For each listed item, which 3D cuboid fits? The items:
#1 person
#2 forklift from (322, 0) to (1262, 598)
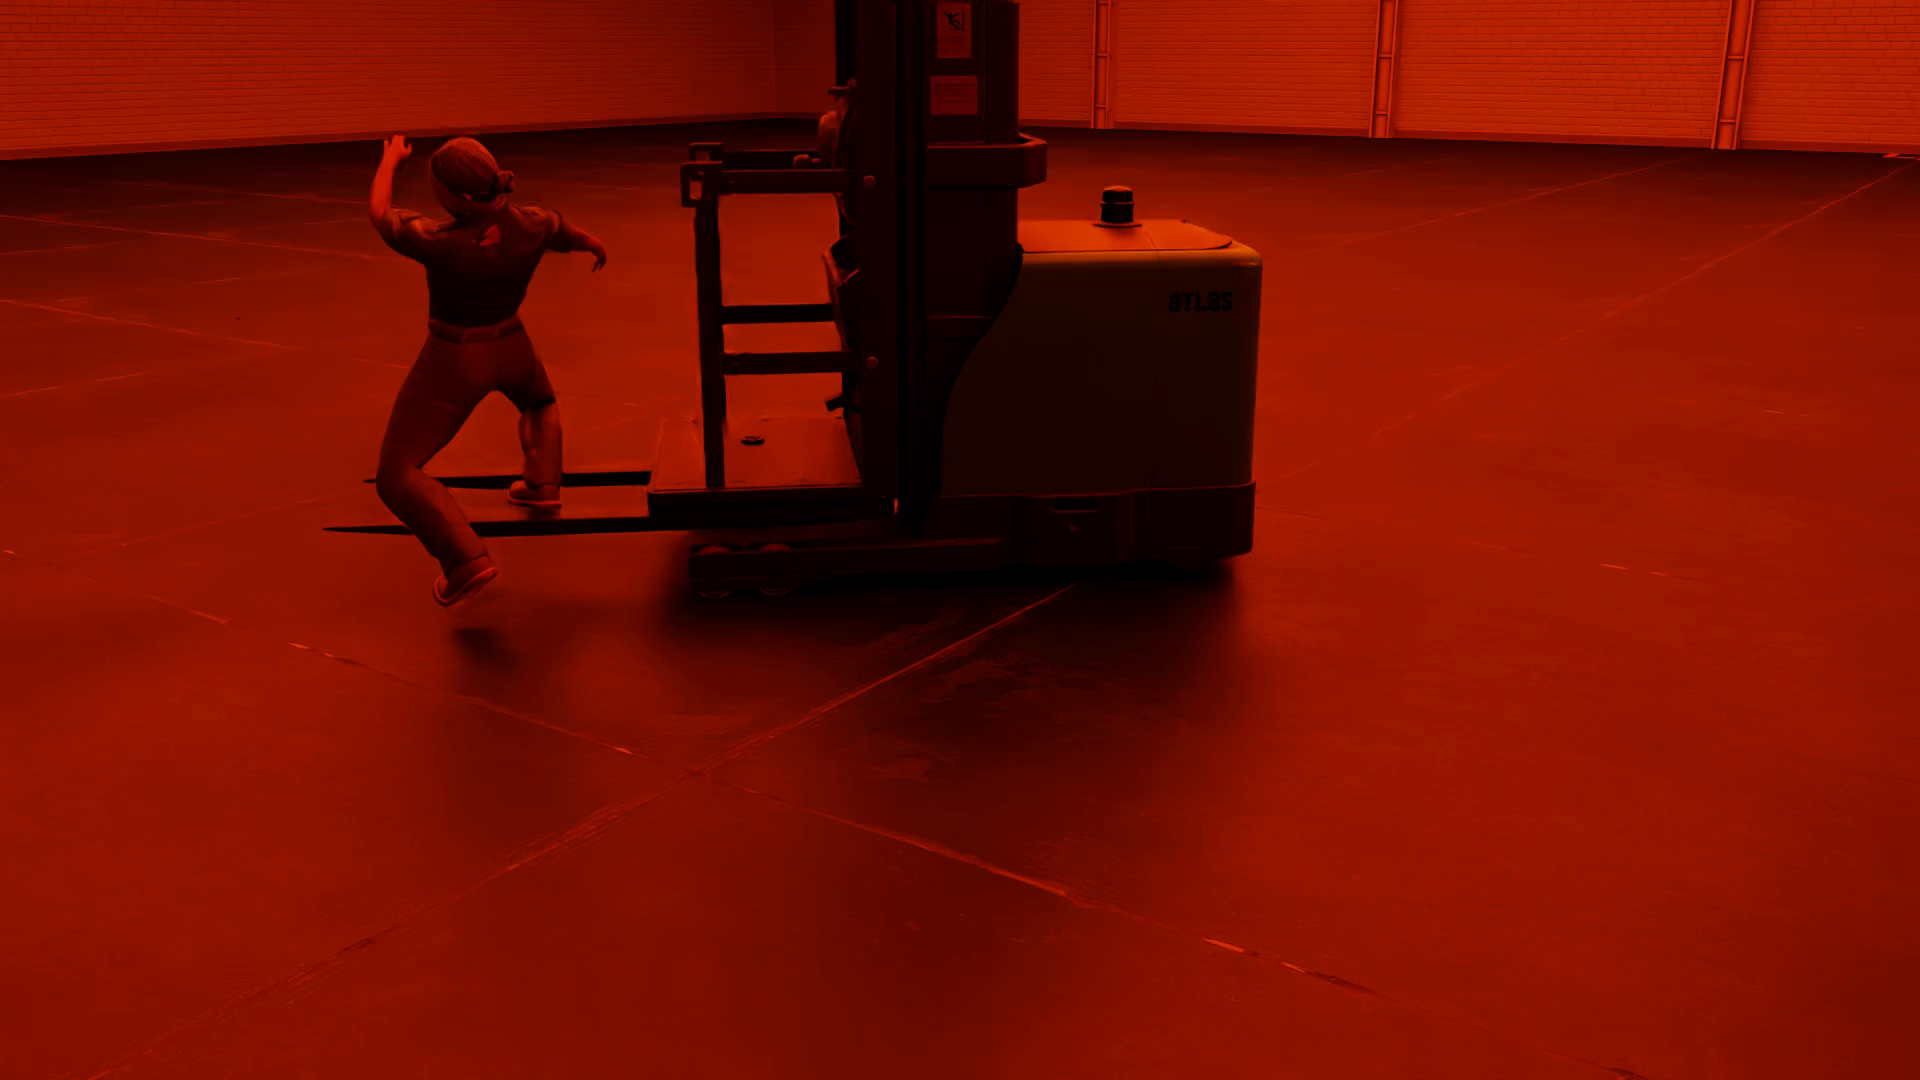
[{"bbox_3d":[-1.446,-0.604,5.348,0.751,1.384,0.993,12,20,35],"label":"person"},{"bbox_3d":[-0.574,-1.378,5.441,3.031,2.935,1.130,-2,17,-7],"label":"forklift"}]
